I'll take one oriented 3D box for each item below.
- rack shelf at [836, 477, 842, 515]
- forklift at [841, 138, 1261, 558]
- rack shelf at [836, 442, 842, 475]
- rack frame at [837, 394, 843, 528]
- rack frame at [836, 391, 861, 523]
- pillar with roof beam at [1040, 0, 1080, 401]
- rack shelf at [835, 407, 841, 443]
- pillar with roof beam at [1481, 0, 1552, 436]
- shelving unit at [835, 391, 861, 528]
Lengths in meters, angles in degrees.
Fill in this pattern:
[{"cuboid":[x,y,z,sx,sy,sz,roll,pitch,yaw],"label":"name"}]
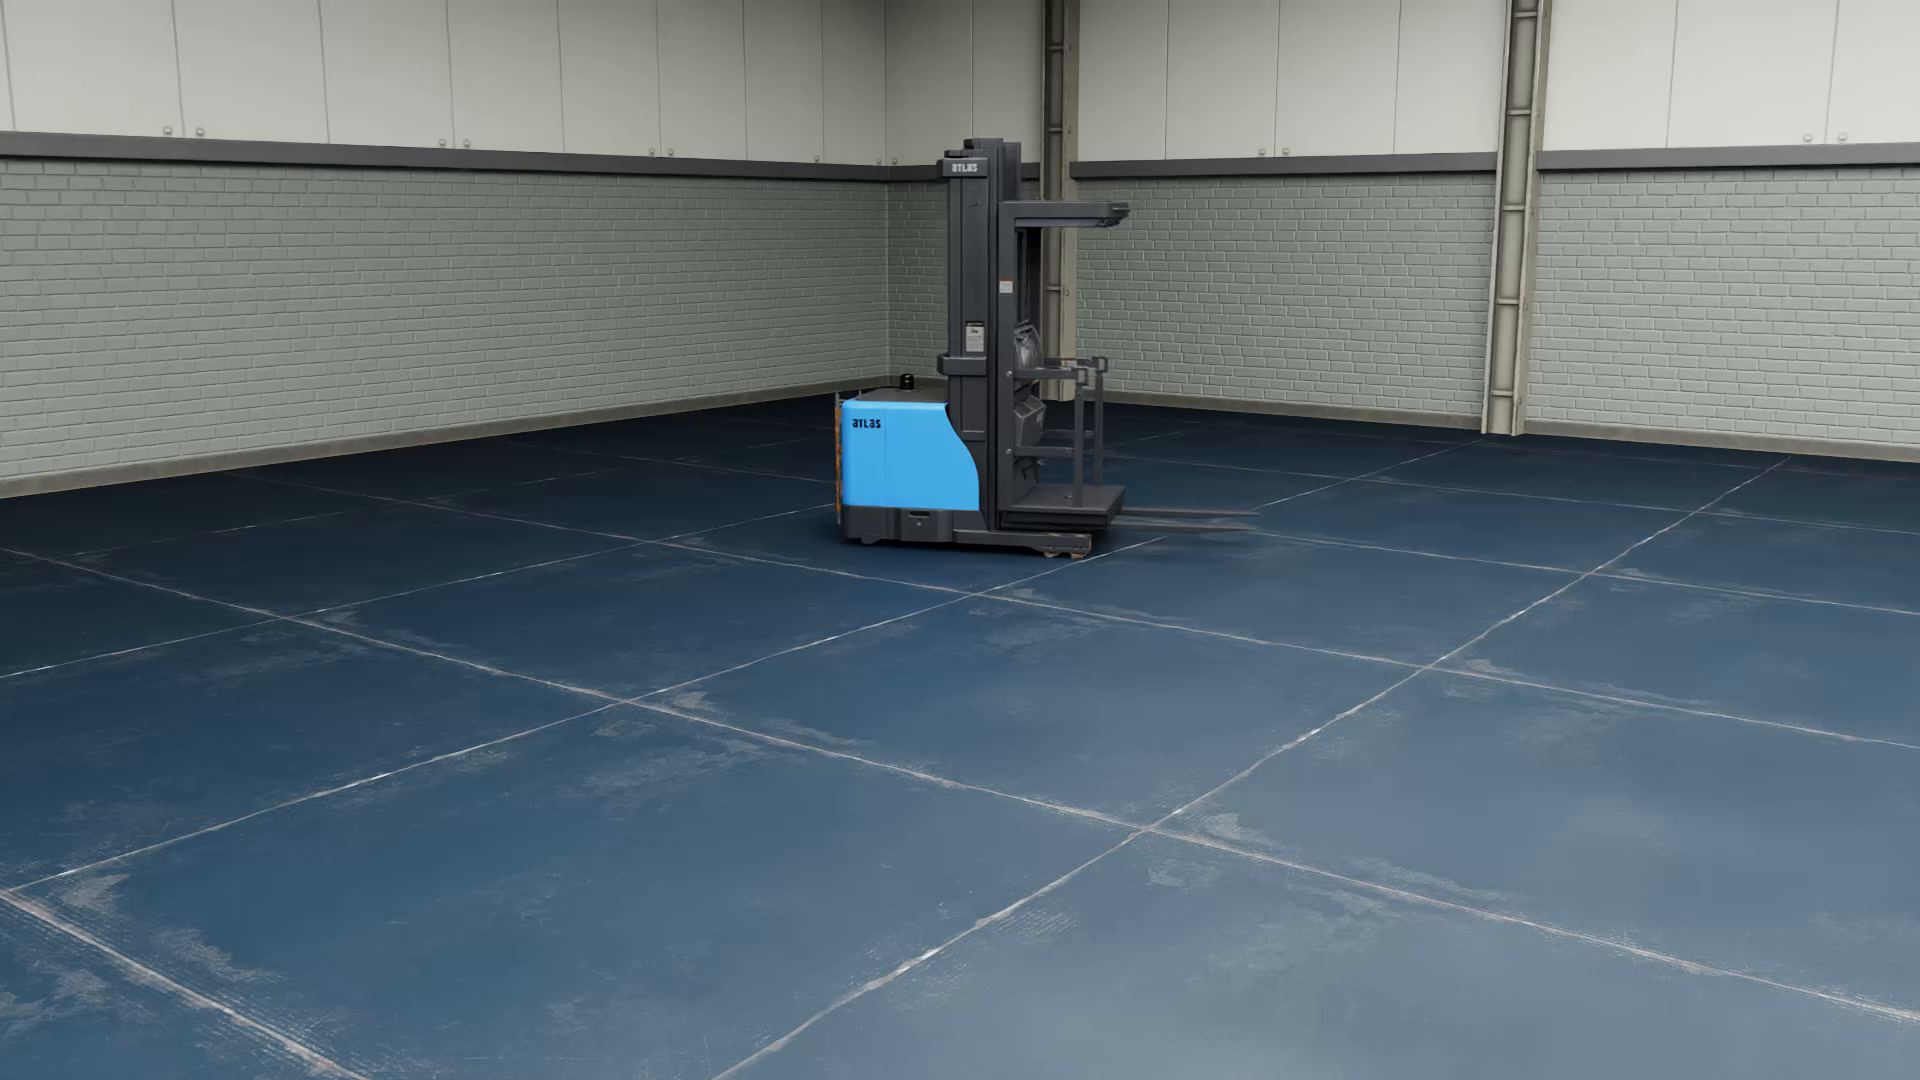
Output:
[{"cuboid":[-0.861,-0.348,13.085,0.215,0.259,0.240,-1,11,-6],"label":"rack shelf"},{"cuboid":[0.690,-1.421,12.161,3.031,2.935,1.130,2,11,13],"label":"forklift"},{"cuboid":[-0.861,-0.621,13.032,0.215,0.259,0.240,-1,11,-6],"label":"rack shelf"},{"cuboid":[-0.848,-0.609,12.911,0.200,1.050,0.008,-1,11,-6],"label":"rack frame"},{"cuboid":[-0.874,-0.655,13.149,0.200,1.050,0.008,-1,11,-6],"label":"rack frame"},{"cuboid":[-1.260,-5.641,17.996,0.400,9.000,9.100,8,13,36],"label":"pillar with roof beam"},{"cuboid":[-0.861,-0.900,12.978,0.215,0.259,0.240,-1,11,-6],"label":"rack shelf"},{"cuboid":[3.576,-4.966,14.509,0.400,9.000,9.100,8,13,36],"label":"pillar with roof beam"},{"cuboid":[-0.861,-0.632,13.030,0.215,1.050,0.252,-1,11,-6],"label":"shelving unit"}]
